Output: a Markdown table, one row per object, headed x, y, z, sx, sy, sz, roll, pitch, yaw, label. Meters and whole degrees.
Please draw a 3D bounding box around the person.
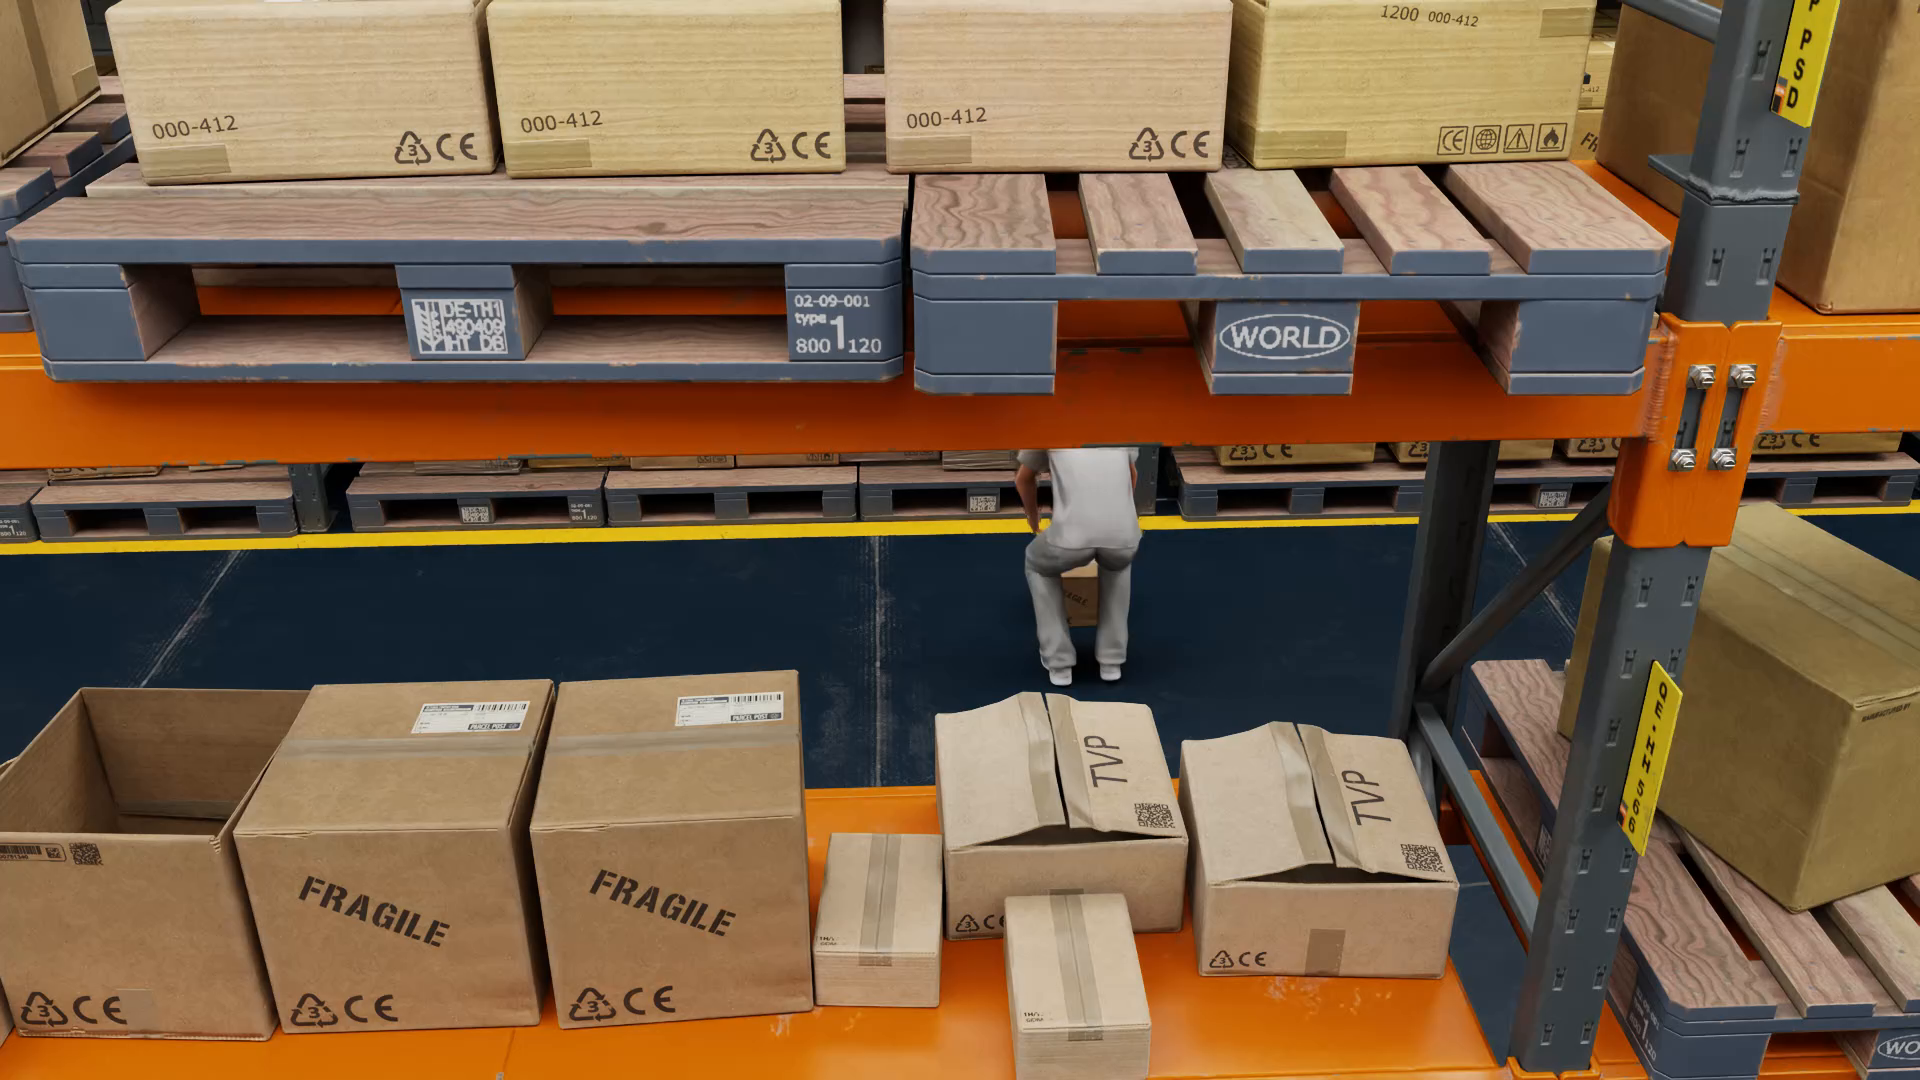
| x | y | z | sx | sy | sz | roll | pitch | yaw | label |
| --- | --- | --- | --- | --- | --- | --- | --- | --- | --- |
| 0.472 | -0.077 | 6.642 | 0.491 | 1.333 | 0.667 | -1 | 28 | -2 | person |
